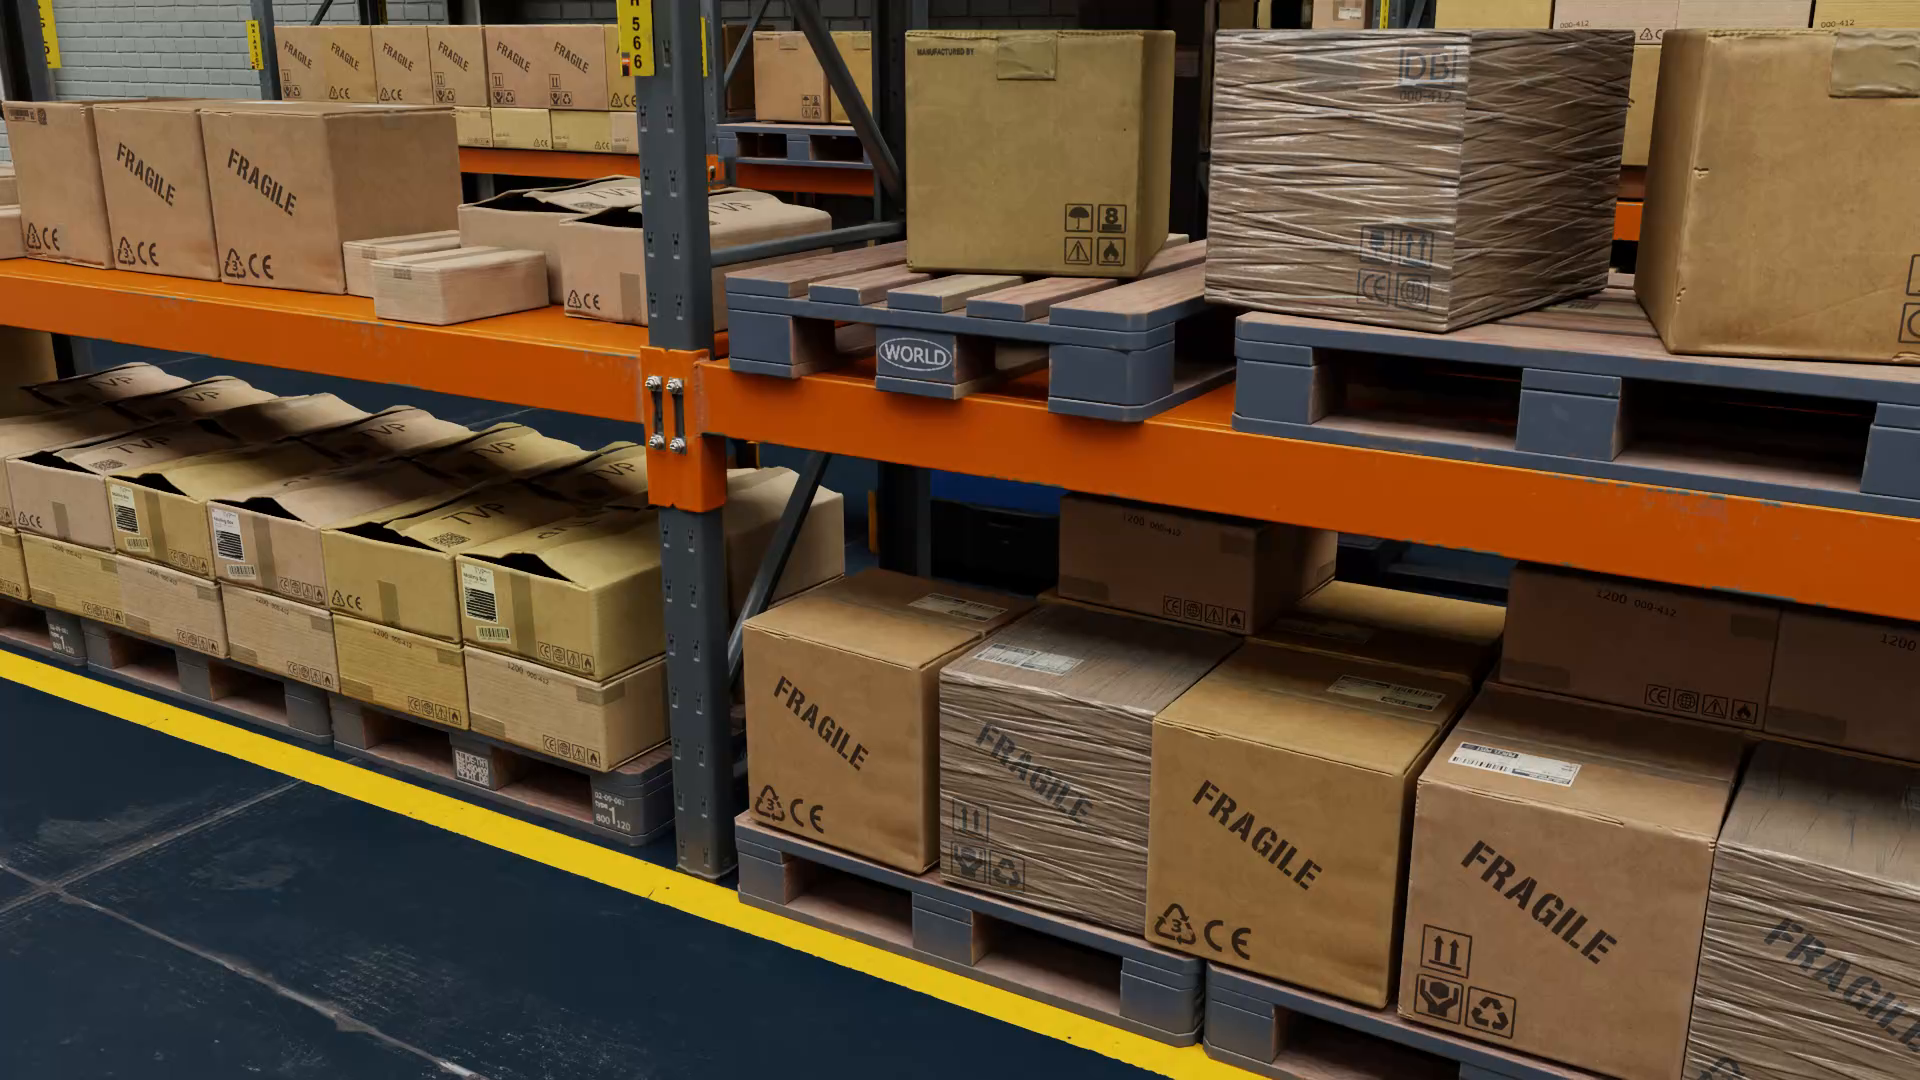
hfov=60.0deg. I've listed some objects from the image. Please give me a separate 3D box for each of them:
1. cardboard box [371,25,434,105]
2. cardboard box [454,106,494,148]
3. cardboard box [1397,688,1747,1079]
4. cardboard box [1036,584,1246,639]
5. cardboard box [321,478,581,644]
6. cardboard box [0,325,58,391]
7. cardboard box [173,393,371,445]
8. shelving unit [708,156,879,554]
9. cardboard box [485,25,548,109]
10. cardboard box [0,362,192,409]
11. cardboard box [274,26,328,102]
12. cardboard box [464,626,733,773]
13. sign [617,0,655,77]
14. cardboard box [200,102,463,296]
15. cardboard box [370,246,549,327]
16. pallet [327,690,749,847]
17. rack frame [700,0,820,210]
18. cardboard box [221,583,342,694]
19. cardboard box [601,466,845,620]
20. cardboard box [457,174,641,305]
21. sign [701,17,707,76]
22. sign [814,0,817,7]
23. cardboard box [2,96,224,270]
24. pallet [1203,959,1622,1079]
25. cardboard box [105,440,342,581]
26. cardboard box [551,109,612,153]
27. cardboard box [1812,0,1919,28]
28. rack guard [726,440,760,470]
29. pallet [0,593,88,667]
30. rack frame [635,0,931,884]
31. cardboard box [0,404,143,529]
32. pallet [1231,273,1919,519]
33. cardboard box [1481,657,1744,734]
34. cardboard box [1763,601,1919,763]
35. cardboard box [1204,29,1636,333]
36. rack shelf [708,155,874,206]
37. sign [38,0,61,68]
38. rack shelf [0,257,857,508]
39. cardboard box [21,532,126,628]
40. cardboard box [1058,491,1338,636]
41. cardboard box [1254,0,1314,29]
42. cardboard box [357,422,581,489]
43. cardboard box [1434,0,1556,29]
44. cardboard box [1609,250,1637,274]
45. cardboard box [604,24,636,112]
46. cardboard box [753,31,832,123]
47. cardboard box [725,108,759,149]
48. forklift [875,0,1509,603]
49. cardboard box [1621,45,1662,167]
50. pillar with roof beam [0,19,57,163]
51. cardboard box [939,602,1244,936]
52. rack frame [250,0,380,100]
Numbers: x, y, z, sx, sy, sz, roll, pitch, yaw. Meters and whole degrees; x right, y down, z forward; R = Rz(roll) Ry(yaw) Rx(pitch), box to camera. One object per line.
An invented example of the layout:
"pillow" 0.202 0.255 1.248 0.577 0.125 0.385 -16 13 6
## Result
"cardboard box" -3.519 -3.157 11.048 0.500 0.500 0.500 9 19 28
"cardboard box" -3.061 -2.719 10.894 0.500 0.250 0.500 10 20 31
"cardboard box" 1.166 0.638 3.163 0.500 0.500 0.500 9 19 28
"cardboard box" 0.526 0.348 4.117 0.500 0.500 0.500 11 20 32
"cardboard box" -1.415 0.029 4.668 0.500 0.311 0.500 10 19 29
"cardboard box" -4.033 -0.722 6.815 0.500 0.500 0.500 10 20 30
"cardboard box" -2.436 -0.339 5.879 0.500 0.311 0.500 10 20 30
"shelving unit" -0.641 -0.807 6.958 1.083 1.500 0.587 9 19 27
"cardboard box" -2.629 -3.003 10.539 0.500 0.500 0.500 9 19 28
"cardboard box" -3.307 -0.493 6.386 0.500 0.311 0.500 10 20 30
"cardboard box" -4.372 -3.315 11.567 0.500 0.500 0.500 10 20 30
"cardboard box" -0.970 0.374 4.498 0.500 0.250 0.500 11 20 31
"sign" -0.681 -1.137 3.472 0.005 0.325 0.100 10 20 30
"cardboard box" -1.832 -1.020 4.907 0.500 0.500 0.500 9 19 27
"cardboard box" -1.305 -0.669 4.356 0.250 0.149 0.380 10 20 30
"pallet" -1.075 0.478 4.944 1.213 0.211 1.003 10 20 30
"rack frame" -1.213 -2.557 10.139 0.127 3.000 1.000 10 20 30
"cardboard box" -1.838 0.219 5.007 0.500 0.250 0.500 11 20 31
"cardboard box" -0.686 -0.027 4.854 0.500 0.311 0.500 11 20 32
"cardboard box" -1.054 -0.863 4.713 0.500 0.311 0.500 10 19 29
"sign" -1.490 -2.836 9.566 0.005 0.325 0.100 10 20 30
"sign" -0.925 -3.249 10.425 0.005 0.325 0.100 10 20 30
"cardboard box" -2.707 -1.177 5.422 0.500 0.500 0.500 12 21 34
"pallet" 1.258 0.922 3.484 1.213 0.211 1.003 10 20 30
"cardboard box" -2.270 -0.125 5.176 0.500 0.311 0.500 11 20 32
"cardboard box" -2.195 -2.570 10.404 0.500 0.250 0.500 10 20 30
"cardboard box" 3.772 -2.142 6.762 0.500 0.250 0.500 10 19 29
"rack guard" -1.081 -0.277 7.363 0.087 0.250 0.587 9 19 27
"pallet" -3.154 0.107 6.166 1.213 0.211 1.003 10 20 30
"rack frame" -0.394 -0.721 4.095 0.127 3.000 1.000 10 20 30
"cardboard box" -3.157 -0.281 5.690 0.500 0.311 0.500 10 19 29
"pallet" 1.266 -0.335 3.153 1.213 0.211 1.003 10 20 30
"cardboard box" 1.417 0.505 3.600 0.500 0.500 0.500 9 19 28
"cardboard box" 1.878 0.228 3.224 0.500 0.250 0.500 10 20 30
"cardboard box" 0.881 -0.716 3.182 0.500 0.500 0.700 15 22 40
"rack shelf" 0.491 -1.909 9.242 4.000 0.370 1.077 10 20 30
"sign" -3.526 -1.982 6.388 0.005 0.325 0.100 10 20 30
"rack shelf" -2.098 -0.681 5.201 4.000 0.370 1.077 10 20 30
"cardboard box" -2.710 0.064 5.518 0.500 0.250 0.500 9 19 28
"cardboard box" 0.576 -0.003 3.983 0.500 0.250 0.500 11 20 32
"cardboard box" 1.604 -2.608 8.260 0.250 0.149 0.380 7 18 21
"cardboard box" -1.572 -0.183 5.367 0.500 0.311 0.500 10 19 29
"cardboard box" 2.472 -2.370 7.514 0.500 0.250 0.500 11 20 31
"cardboard box" 2.754 -0.977 7.912 0.750 0.750 0.750 10 19 29
"cardboard box" -1.778 -2.849 10.033 0.500 0.500 0.500 10 20 30
"cardboard box" -0.797 -2.730 9.777 0.500 0.500 0.700 10 20 30
"cardboard box" -1.501 -2.620 10.568 0.500 0.250 0.500 10 20 31
"forklift" 1.214 -1.232 5.895 3.031 2.935 1.130 9 19 27
"cardboard box" 2.917 -1.929 7.353 0.500 0.500 0.500 11 20 32
"pillar with roof beam" -10.938 -5.990 11.119 0.400 9.000 9.100 10 20 30
"cardboard box" 0.294 0.483 3.676 0.500 0.500 0.500 9 19 28
"rack frame" -4.621 -3.166 12.142 0.127 3.000 1.000 10 20 30
